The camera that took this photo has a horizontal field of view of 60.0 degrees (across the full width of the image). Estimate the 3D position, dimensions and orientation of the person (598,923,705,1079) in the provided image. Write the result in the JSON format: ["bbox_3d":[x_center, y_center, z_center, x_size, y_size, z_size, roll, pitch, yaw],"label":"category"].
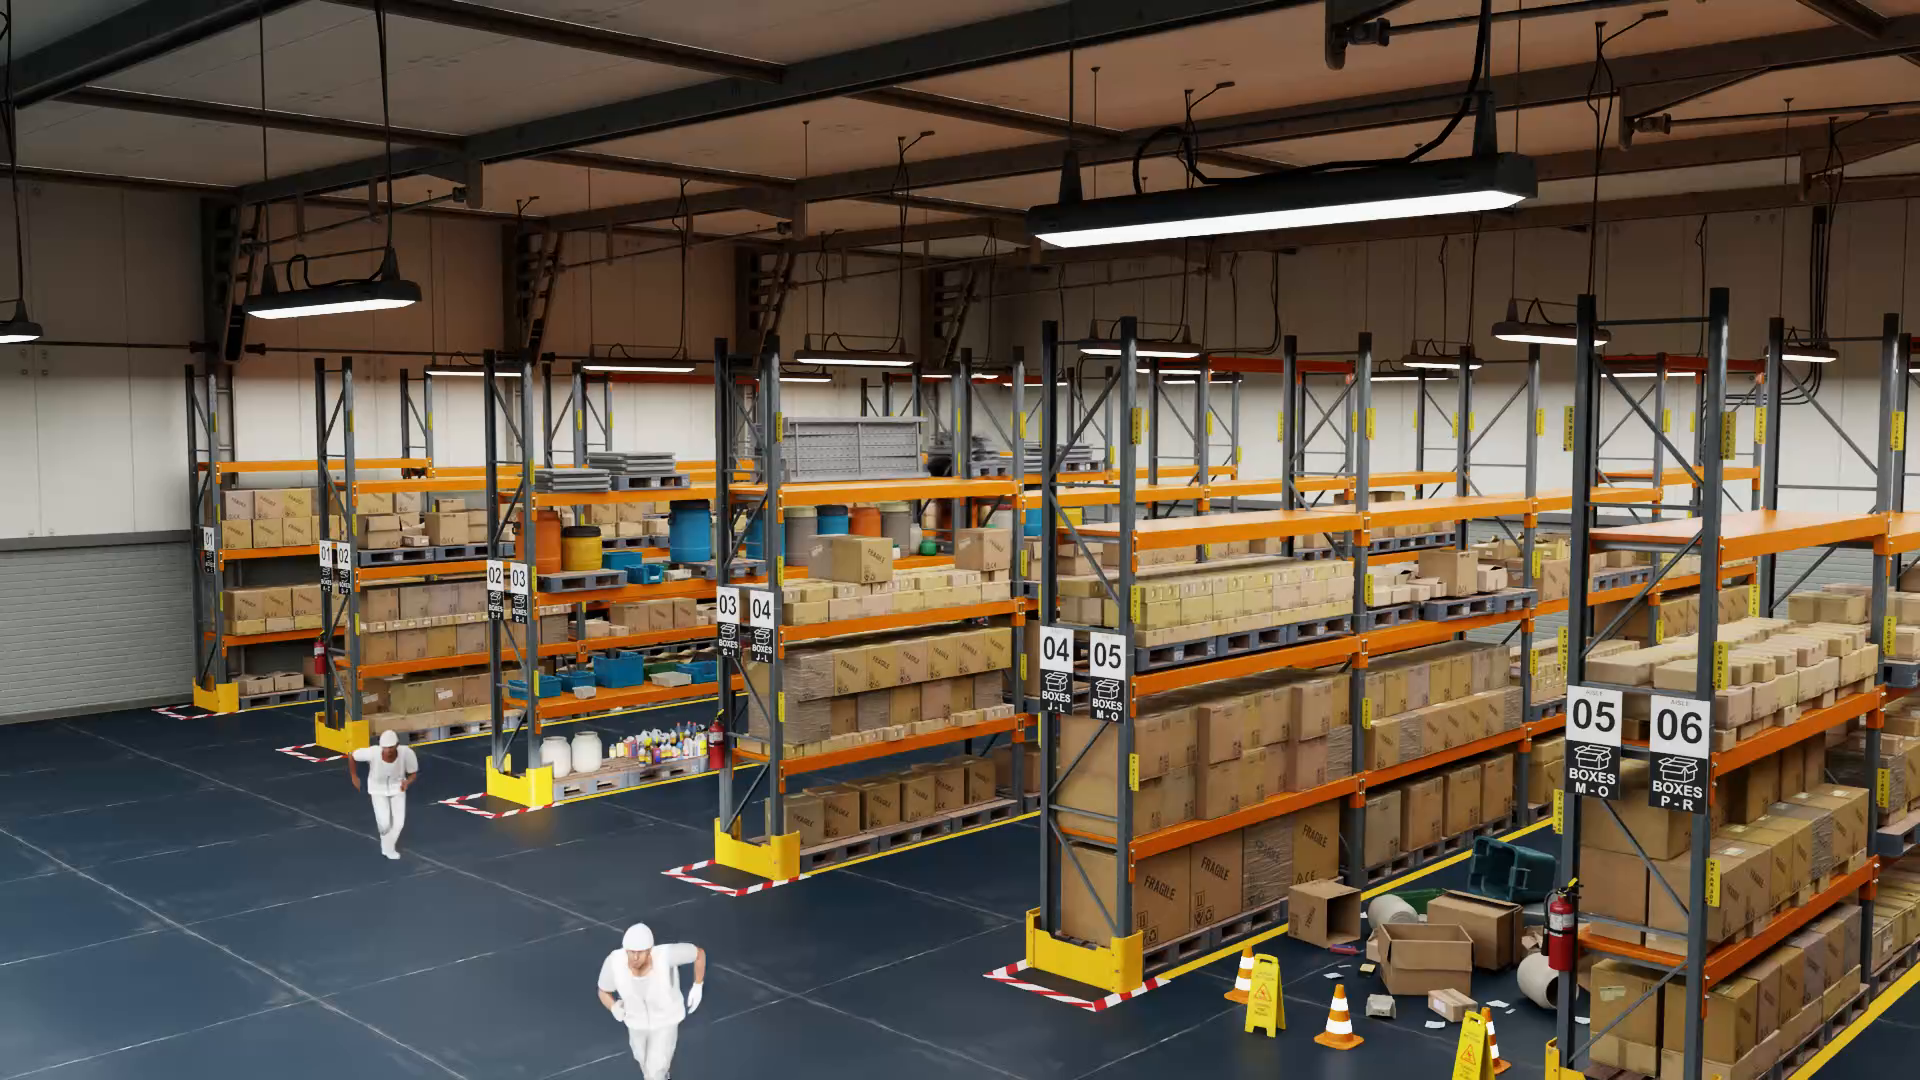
[{"bbox_3d":[-2.154,3.454,11.754,0.728,1.724,1.024,0,4,3],"label":"person"}]

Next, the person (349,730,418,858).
[{"bbox_3d":[-6.581,2.921,19.011,0.735,1.579,0.840,-2,5,-24],"label":"person"}]
